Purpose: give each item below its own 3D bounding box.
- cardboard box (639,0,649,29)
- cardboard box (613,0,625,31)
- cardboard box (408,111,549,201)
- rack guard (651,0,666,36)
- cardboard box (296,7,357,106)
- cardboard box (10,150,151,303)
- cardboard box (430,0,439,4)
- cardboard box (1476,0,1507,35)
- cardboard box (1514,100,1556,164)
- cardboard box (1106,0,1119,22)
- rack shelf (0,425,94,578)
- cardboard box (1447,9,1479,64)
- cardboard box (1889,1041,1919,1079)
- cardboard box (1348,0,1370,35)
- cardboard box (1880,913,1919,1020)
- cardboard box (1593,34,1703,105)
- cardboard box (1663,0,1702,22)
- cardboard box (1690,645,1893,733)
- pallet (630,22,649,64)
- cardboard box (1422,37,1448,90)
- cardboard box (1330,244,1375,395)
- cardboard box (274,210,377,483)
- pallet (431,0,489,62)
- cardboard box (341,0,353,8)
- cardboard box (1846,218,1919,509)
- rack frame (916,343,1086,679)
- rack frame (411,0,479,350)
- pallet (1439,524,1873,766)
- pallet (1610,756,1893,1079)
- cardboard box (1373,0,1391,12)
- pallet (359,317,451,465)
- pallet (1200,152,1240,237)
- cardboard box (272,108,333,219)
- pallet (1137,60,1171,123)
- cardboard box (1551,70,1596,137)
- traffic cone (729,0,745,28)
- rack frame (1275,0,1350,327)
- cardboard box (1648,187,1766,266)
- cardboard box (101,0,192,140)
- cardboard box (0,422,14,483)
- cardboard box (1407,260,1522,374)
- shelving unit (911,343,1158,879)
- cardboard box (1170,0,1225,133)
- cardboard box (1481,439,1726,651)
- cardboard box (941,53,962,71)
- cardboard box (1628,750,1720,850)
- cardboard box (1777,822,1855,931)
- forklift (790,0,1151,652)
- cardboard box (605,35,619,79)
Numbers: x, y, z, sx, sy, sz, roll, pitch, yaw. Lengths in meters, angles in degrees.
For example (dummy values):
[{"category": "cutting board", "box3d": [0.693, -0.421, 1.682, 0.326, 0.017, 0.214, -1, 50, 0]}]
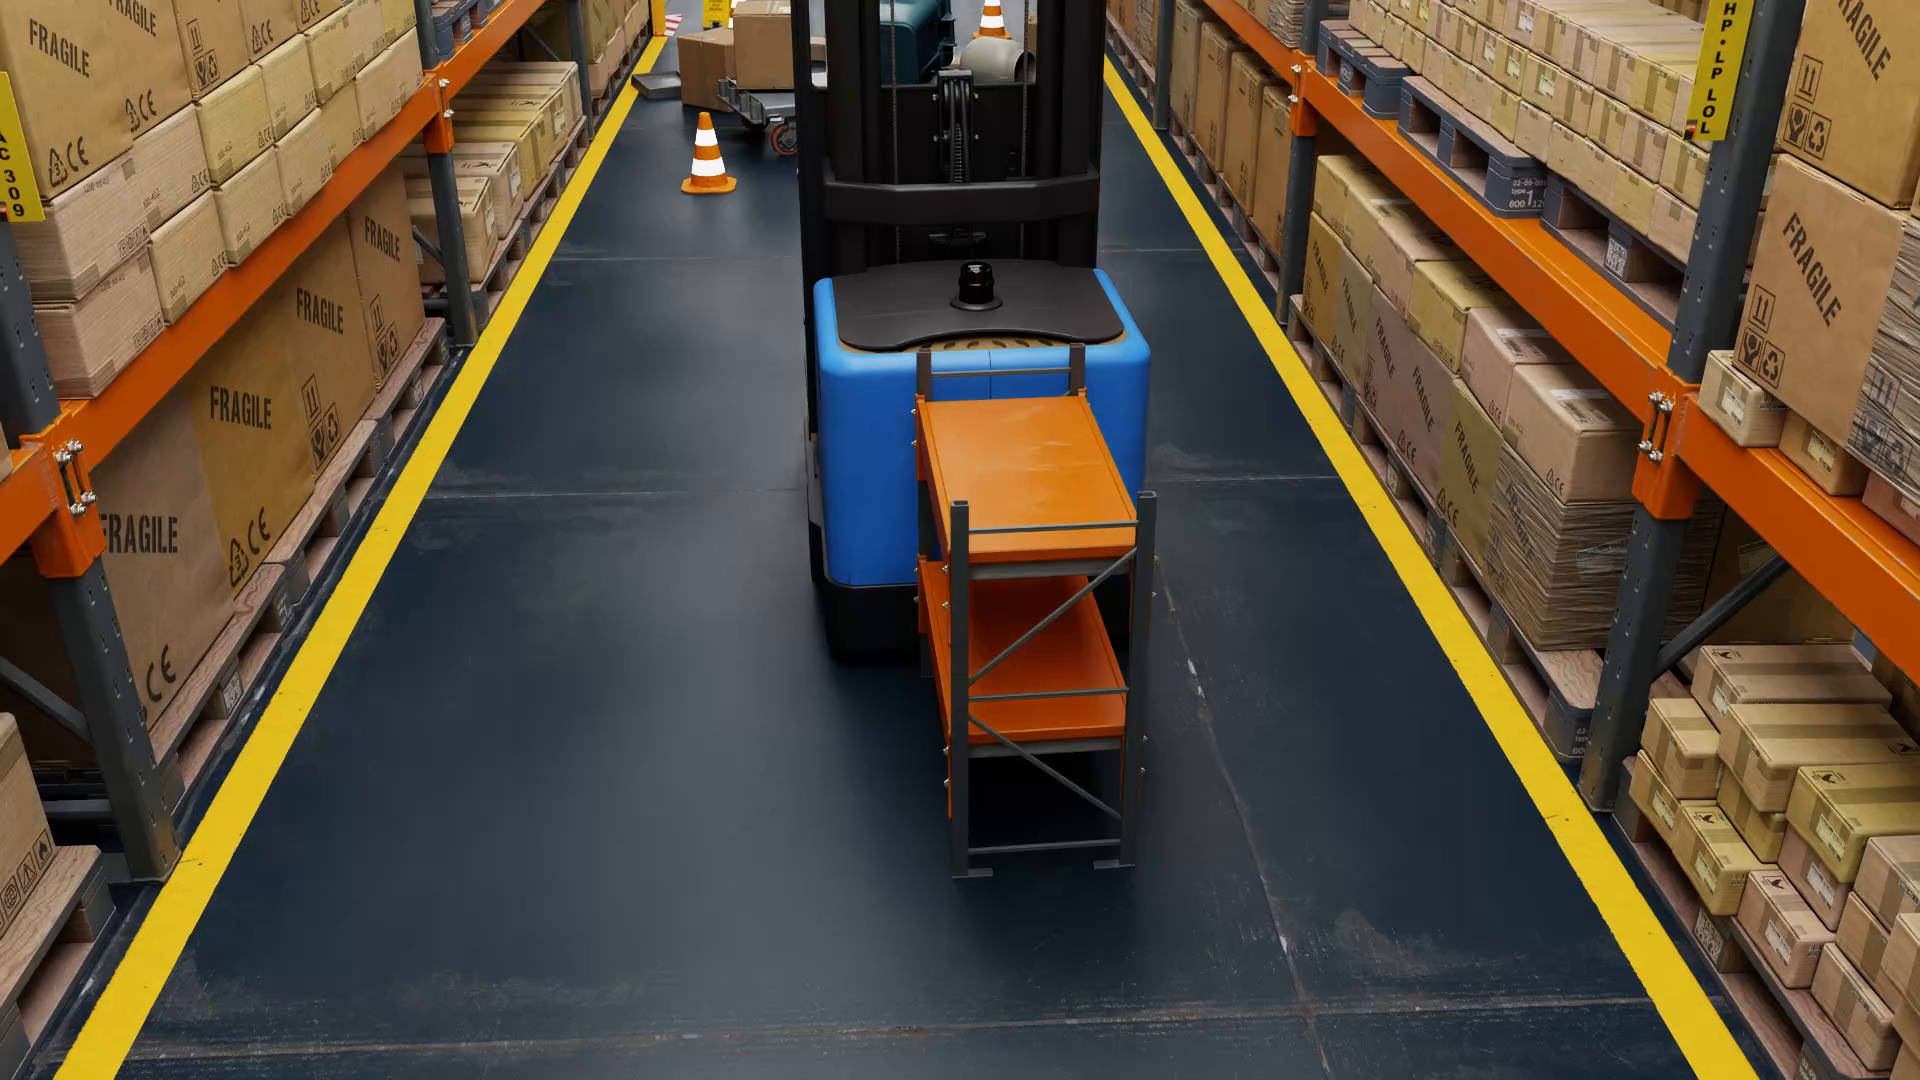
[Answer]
[{"category": "cardboard box", "box3d": [-2.952, -4.550, 14.250, 0.500, 0.250, 0.500, -2, 28, -3]}, {"category": "cardboard box", "box3d": [-2.881, -4.179, 12.727, 0.500, 0.500, 0.500, 0, 28, 0]}, {"category": "cardboard box", "box3d": [-2.946, -2.240, 9.688, 0.950, 0.372, 0.625, 0, 28, -1]}, {"category": "rack guard", "box3d": [-3.260, -4.818, 14.946, 1.175, 0.500, 0.348, -1, 28, -3]}, {"category": "cardboard box", "box3d": [-2.490, -1.732, 5.948, 0.500, 0.250, 0.500, -2, 28, -4]}, {"category": "cardboard box", "box3d": [-2.379, -0.785, 4.132, 0.500, 0.250, 0.500, -2, 28, -4]}, {"category": "cardboard box", "box3d": [-2.659, -2.627, 7.861, 0.380, 0.149, 0.250, -3, 28, -6]}, {"category": "cardboard box", "box3d": [2.002, -1.831, 5.691, 0.380, 0.149, 0.250, -2, 28, -3]}, {"category": "cardboard box", "box3d": [2.024, -1.318, 5.351, 0.380, 0.149, 0.250, -3, 28, -5]}, {"category": "cardboard box", "box3d": [1.775, -5.060, 14.551, 0.875, 0.875, 0.875, -1, 28, -2]}, {"category": "rack shelf", "box3d": [-2.533, 0.823, 2.206, 1.077, 0.370, 4.000, -1, 28, -3]}, {"category": "cardboard box", "box3d": [1.985, -1.817, 5.985, 0.380, 0.149, 0.250, -2, 28, -3]}, {"category": "cardboard box", "box3d": [2.190, 1.144, 3.442, 0.380, 0.149, 0.250, -3, 28, -5]}, {"category": "cardboard box", "box3d": [1.913, -2.296, 7.226, 0.380, 0.149, 0.250, -2, 28, -3]}, {"category": "cardboard box", "box3d": [2.097, 0.876, 3.312, 0.380, 0.149, 0.250, -1, 28, -2]}, {"category": "cardboard box", "box3d": [2.058, -1.348, 4.766, 0.380, 0.149, 0.250, -2, 28, -4]}, {"category": "cardboard box", "box3d": [2.653, -1.839, 5.706, 0.380, 0.149, 0.250, -1, 28, -1]}, {"category": "cardboard box", "box3d": [2.112, 0.393, 4.239, 0.380, 0.149, 0.250, 0, 28, -1]}, {"category": "pallet", "box3d": [-3.253, -4.314, 14.292, 1.003, 0.211, 1.213, -1, 28, -3]}, {"category": "cardboard box", "box3d": [1.974, -1.800, 6.275, 0.380, 0.149, 0.250, -1, 28, -1]}, {"category": "cardboard box", "box3d": [1.904, -0.946, 7.069, 0.500, 0.500, 0.500, -1, 28, -2]}, {"category": "cardboard box", "box3d": [-2.851, -0.778, 6.341, 0.875, 0.875, 0.875, -1, 28, -2]}, {"category": "pallet", "box3d": [-2.990, -2.508, 8.023, 1.213, 0.211, 1.003, -1, 28, -3]}, {"category": "cardboard box", "box3d": [-2.523, -2.285, 6.198, 0.500, 0.500, 0.500, -1, 28, -2]}, {"category": "cardboard box", "box3d": [2.108, -0.299, 3.149, 0.500, 0.500, 0.500, -1, 28, -3]}, {"category": "rack frame", "box3d": [0.121, -0.069, 5.165, 0.500, 1.125, 0.032, -3, 28, -5]}, {"category": "rack frame", "box3d": [-2.846, -2.267, 7.352, 1.000, 3.000, 0.127, -1, 28, -3]}, {"category": "pallet", "box3d": [2.258, 0.291, 5.463, 1.003, 0.211, 1.213, -1, 28, -3]}, {"category": "pallet", "box3d": [2.371, 0.960, 4.181, 1.003, 0.211, 1.213, -1, 28, -3]}, {"category": "cardboard box", "box3d": [1.933, -2.286, 6.886, 0.380, 0.149, 0.250, 0, 28, 0]}, {"category": "pallet", "box3d": [-2.880, -0.664, 7.295, 1.003, 0.211, 1.213, -1, 28, -3]}, {"category": "pallet", "box3d": [2.065, -2.124, 10.095, 1.003, 0.211, 1.213, -1, 28, -3]}, {"category": "cardboard box", "box3d": [-2.453, -1.269, 5.603, 0.500, 0.250, 0.500, -2, 28, -3]}, {"category": "pallet", "box3d": [1.921, -3.397, 12.534, 1.003, 0.211, 1.213, -1, 28, -3]}, {"category": "cardboard box", "box3d": [2.039, -1.334, 5.059, 0.380, 0.149, 0.250, -2, 28, -4]}, {"category": "traffic cone", "box3d": [-1.953, -4.669, 14.701, 0.336, 0.463, 0.334, -1, 28, -3]}, {"category": "rack frame", "box3d": [2.092, -2.433, 7.671, 1.000, 3.000, 0.127, -1, 28, -3]}, {"category": "cardboard box", "box3d": [2.082, -0.839, 4.432, 0.380, 0.149, 0.250, -2, 28, -4]}, {"category": "cardboard box", "box3d": [-2.428, -1.351, 4.408, 0.500, 0.500, 0.500, -2, 28, -3]}, {"category": "cardboard box", "box3d": [-2.358, -0.256, 3.388, 0.500, 0.500, 0.500, -1, 28, -2]}, {"category": "cardboard box", "box3d": [1.954, -0.815, 6.007, 0.500, 0.250, 0.500, -3, 28, -5]}, {"category": "shelving unit", "box3d": [0.174, 0.165, 4.717, 0.538, 1.125, 1.048, -3, 28, -5]}, {"category": "cardboard box", "box3d": [2.005, -3.184, 11.090, 1.050, 0.750, 0.750, -2, 28, -3]}, {"category": "cardboard box", "box3d": [2.010, 0.001, 5.254, 0.500, 0.500, 0.500, -2, 28, -4]}, {"category": "cardboard box", "box3d": [-0.046, -3.817, 13.281, 0.396, 0.266, 0.258, 3, 28, 6]}, {"category": "cardboard box", "box3d": [1.999, 0.668, 4.354, 0.380, 0.149, 0.250, -3, 28, -5]}, {"category": "cardboard box", "box3d": [2.151, 0.762, 3.853, 0.380, 0.149, 0.250, -2, 28, -3]}, {"category": "forklift", "box3d": [-0.067, -1.589, 6.127, 1.130, 2.935, 3.031, -3, 28, -5]}, {"category": "cardboard box", "box3d": [-2.856, -3.606, 12.440, 0.500, 0.250, 0.500, 0, 28, 0]}]
